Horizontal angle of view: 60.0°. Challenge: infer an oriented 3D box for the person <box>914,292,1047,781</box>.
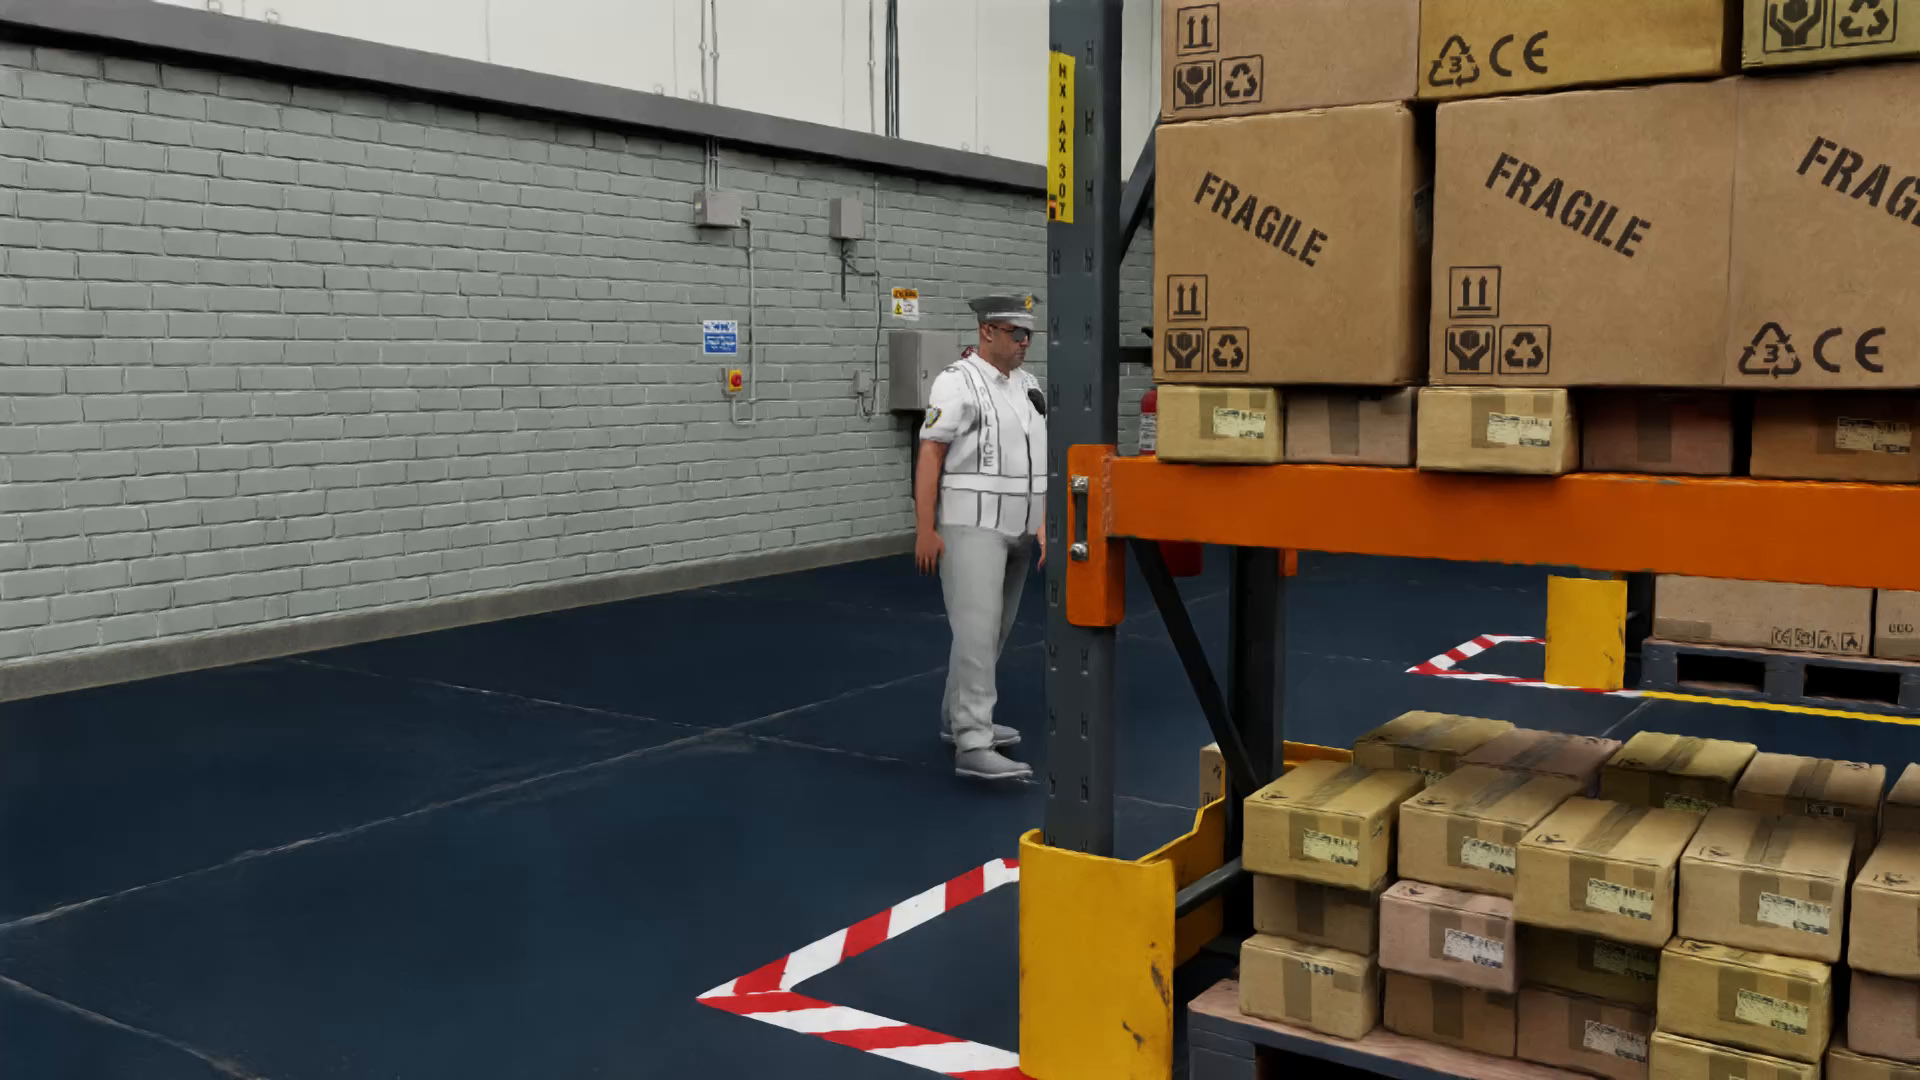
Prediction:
[{"bbox_3d":[0.115,-0.036,6.035,0.749,1.713,0.660,5,8,39],"label":"person"}]
